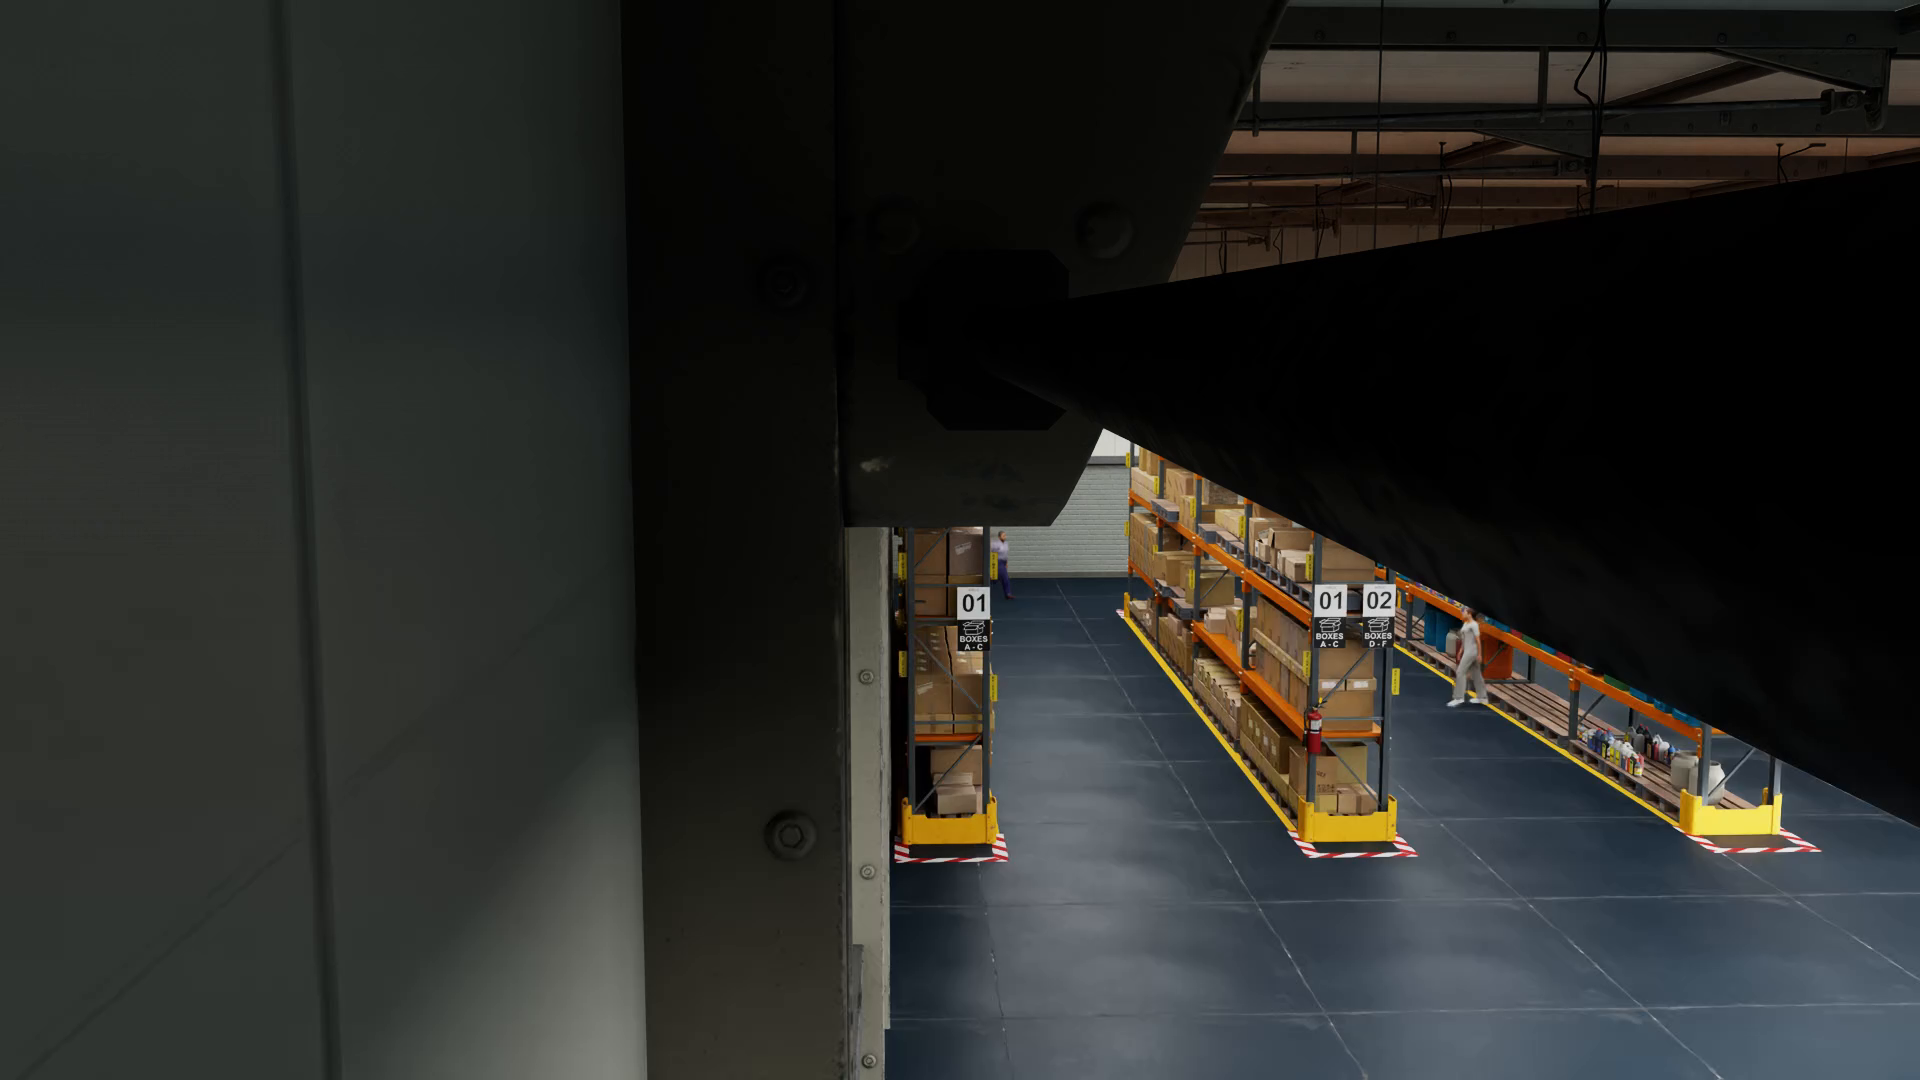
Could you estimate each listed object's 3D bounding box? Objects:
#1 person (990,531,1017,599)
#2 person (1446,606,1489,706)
[{"bbox_3d":[0.892,0.565,38.846,1.028,1.592,0.480,3,8,22],"label":"person"},{"bbox_3d":[8.561,1.941,27.915,0.666,1.686,0.505,3,8,21],"label":"person"}]
